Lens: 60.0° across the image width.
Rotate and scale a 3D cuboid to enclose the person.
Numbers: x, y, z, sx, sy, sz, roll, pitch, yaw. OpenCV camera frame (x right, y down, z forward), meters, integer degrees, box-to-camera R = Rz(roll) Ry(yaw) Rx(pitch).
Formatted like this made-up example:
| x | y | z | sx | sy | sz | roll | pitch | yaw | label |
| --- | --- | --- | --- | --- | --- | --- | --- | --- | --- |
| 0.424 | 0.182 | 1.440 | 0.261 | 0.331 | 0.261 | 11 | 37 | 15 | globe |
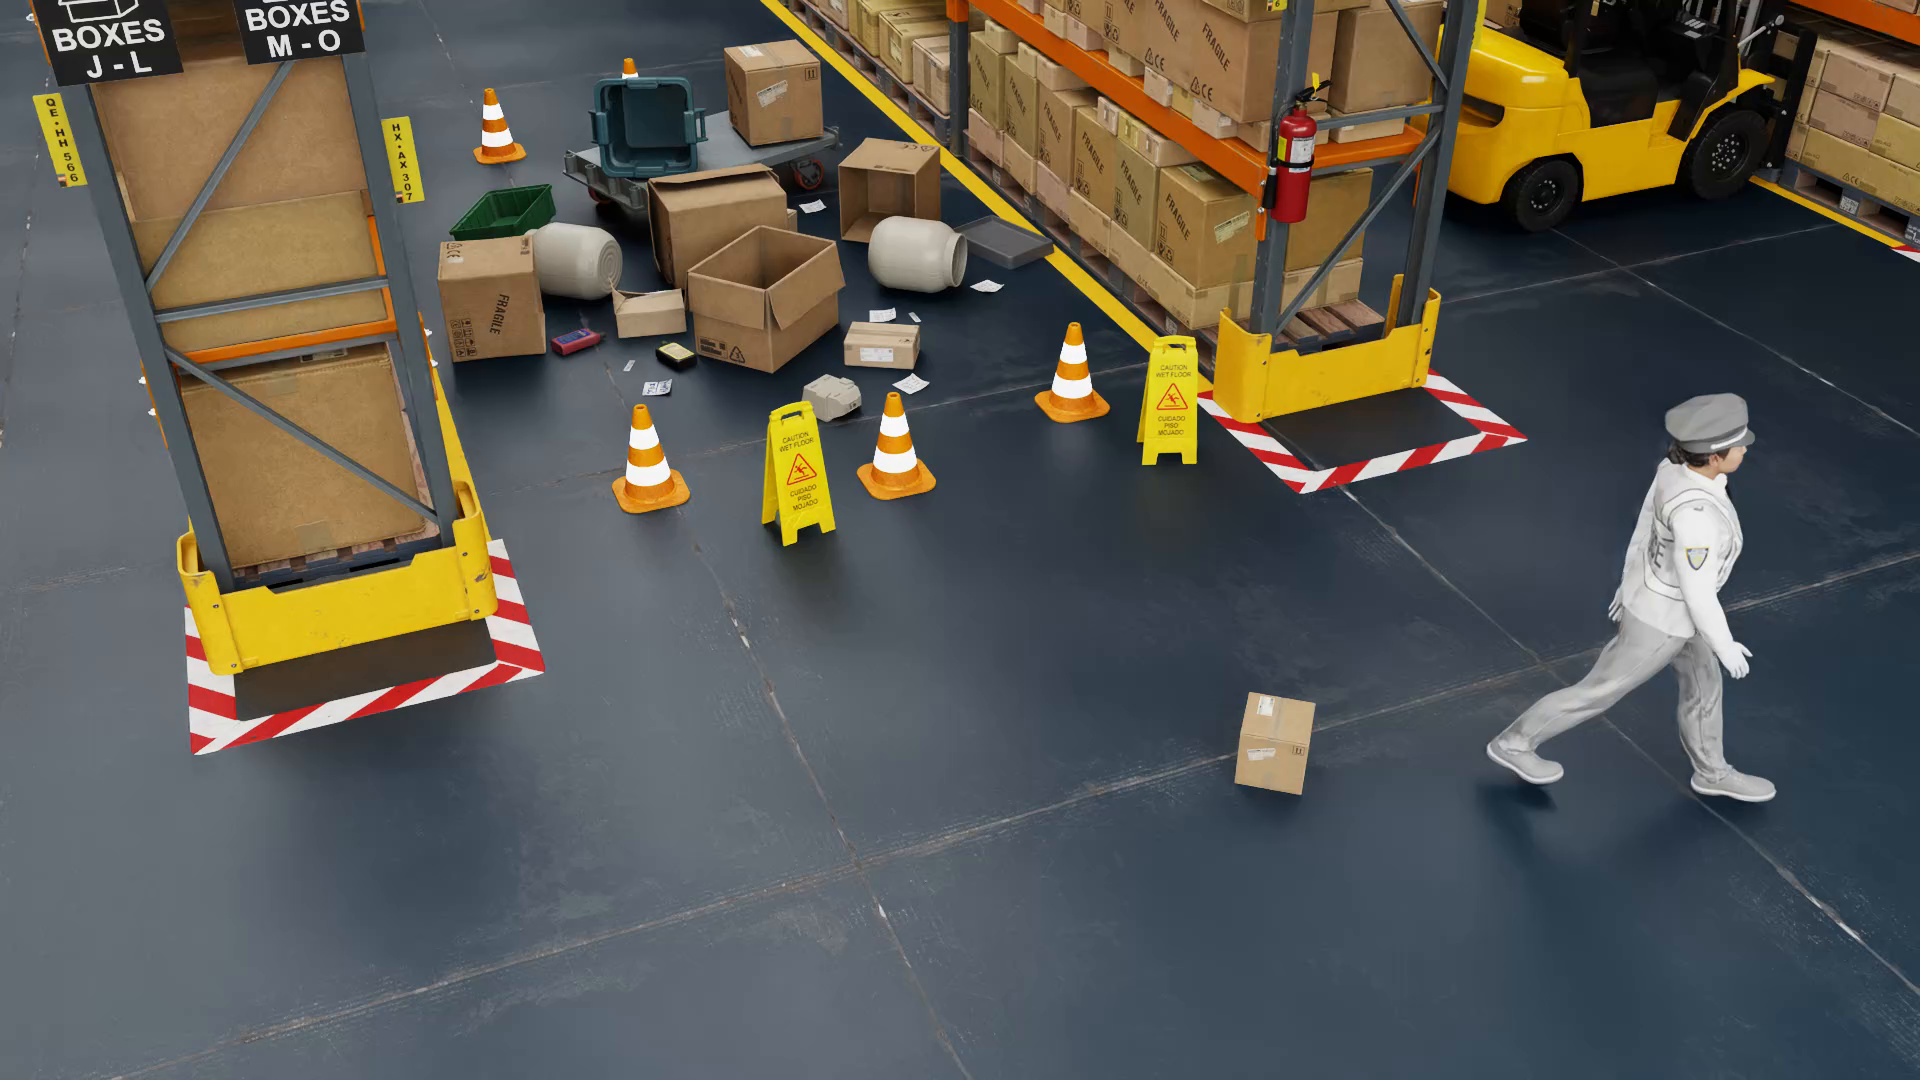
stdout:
| x | y | z | sx | sy | sz | roll | pitch | yaw | label |
| --- | --- | --- | --- | --- | --- | --- | --- | --- | --- |
| 2.478 | 0.241 | 5.739 | 1.025 | 1.628 | 0.493 | 11 | 35 | 16 | person |
